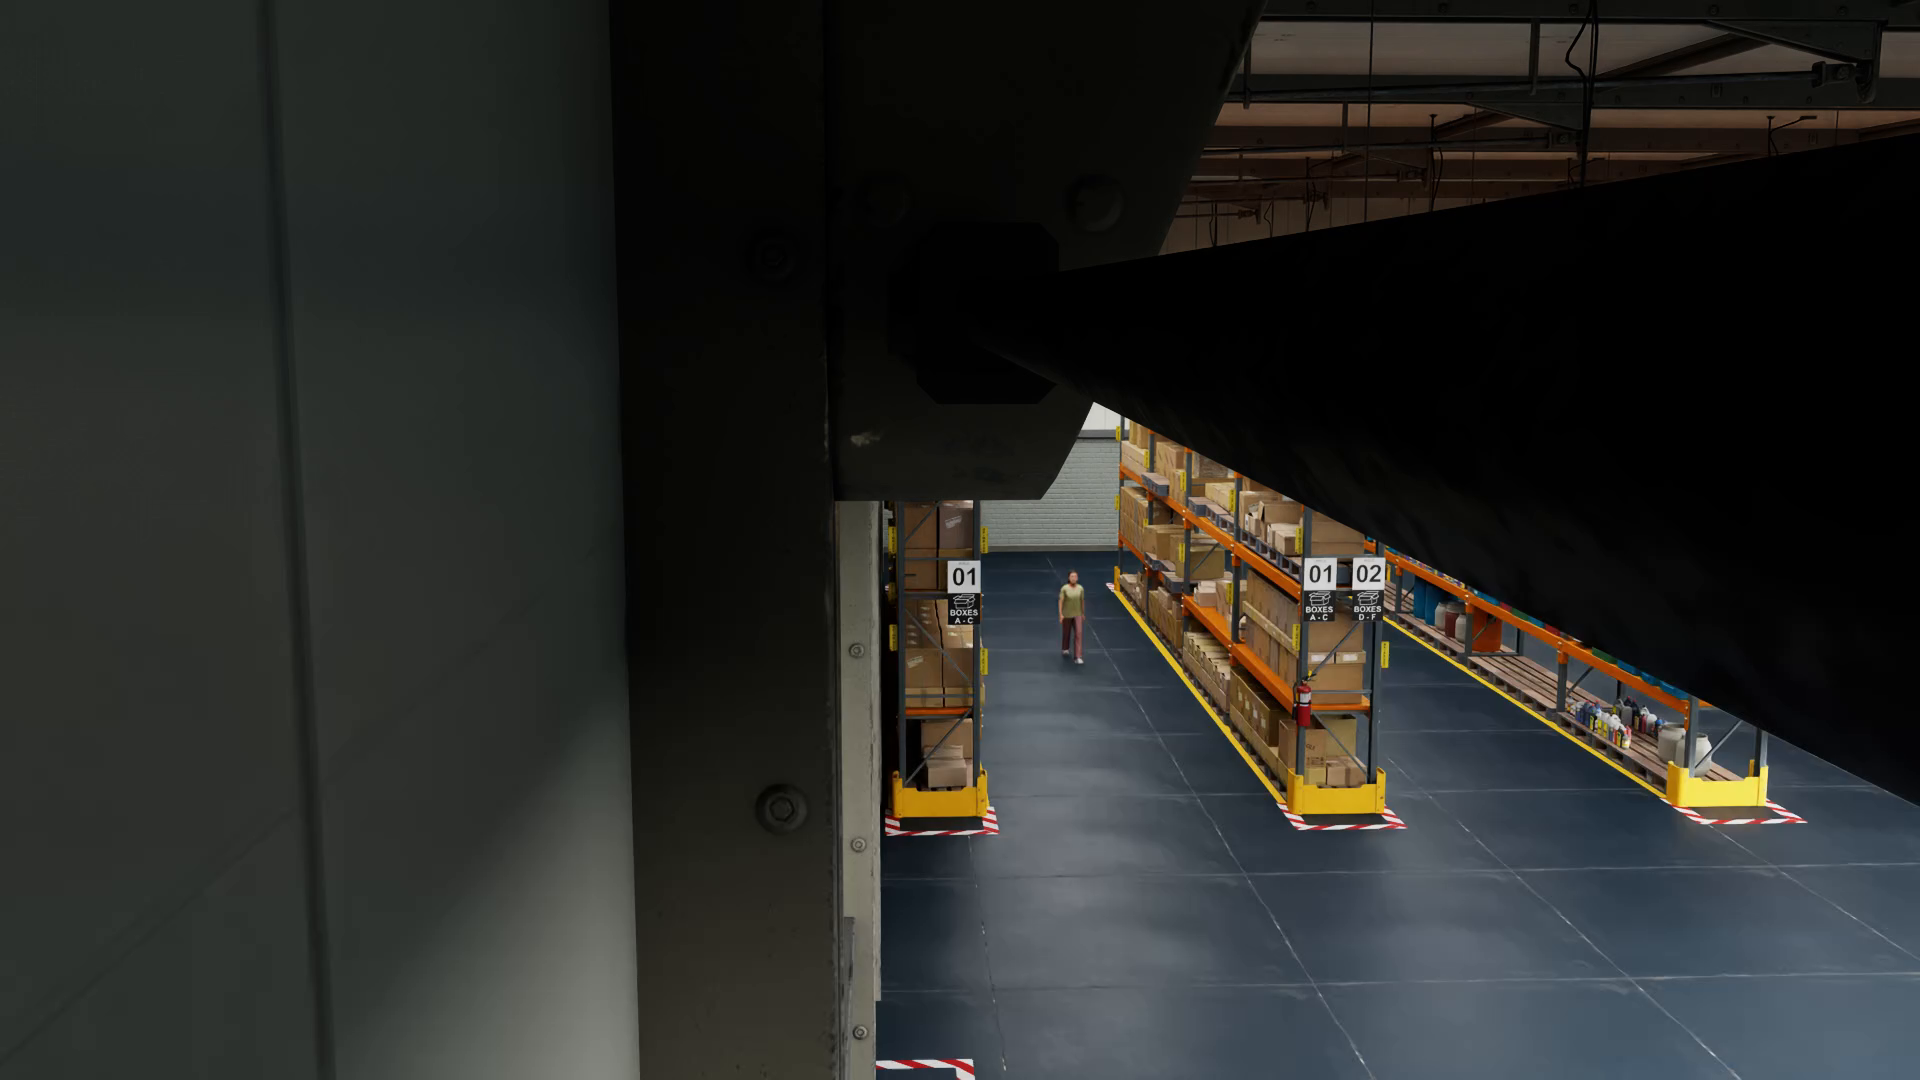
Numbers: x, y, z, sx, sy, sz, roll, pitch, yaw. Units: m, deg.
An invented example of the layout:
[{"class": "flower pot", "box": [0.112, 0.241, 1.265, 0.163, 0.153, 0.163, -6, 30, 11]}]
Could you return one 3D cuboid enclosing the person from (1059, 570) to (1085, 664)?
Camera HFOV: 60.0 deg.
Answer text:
[{"class": "person", "box": [1.975, 1.326, 29.218, 0.497, 1.612, 1.066, -1, 8, -5]}]
